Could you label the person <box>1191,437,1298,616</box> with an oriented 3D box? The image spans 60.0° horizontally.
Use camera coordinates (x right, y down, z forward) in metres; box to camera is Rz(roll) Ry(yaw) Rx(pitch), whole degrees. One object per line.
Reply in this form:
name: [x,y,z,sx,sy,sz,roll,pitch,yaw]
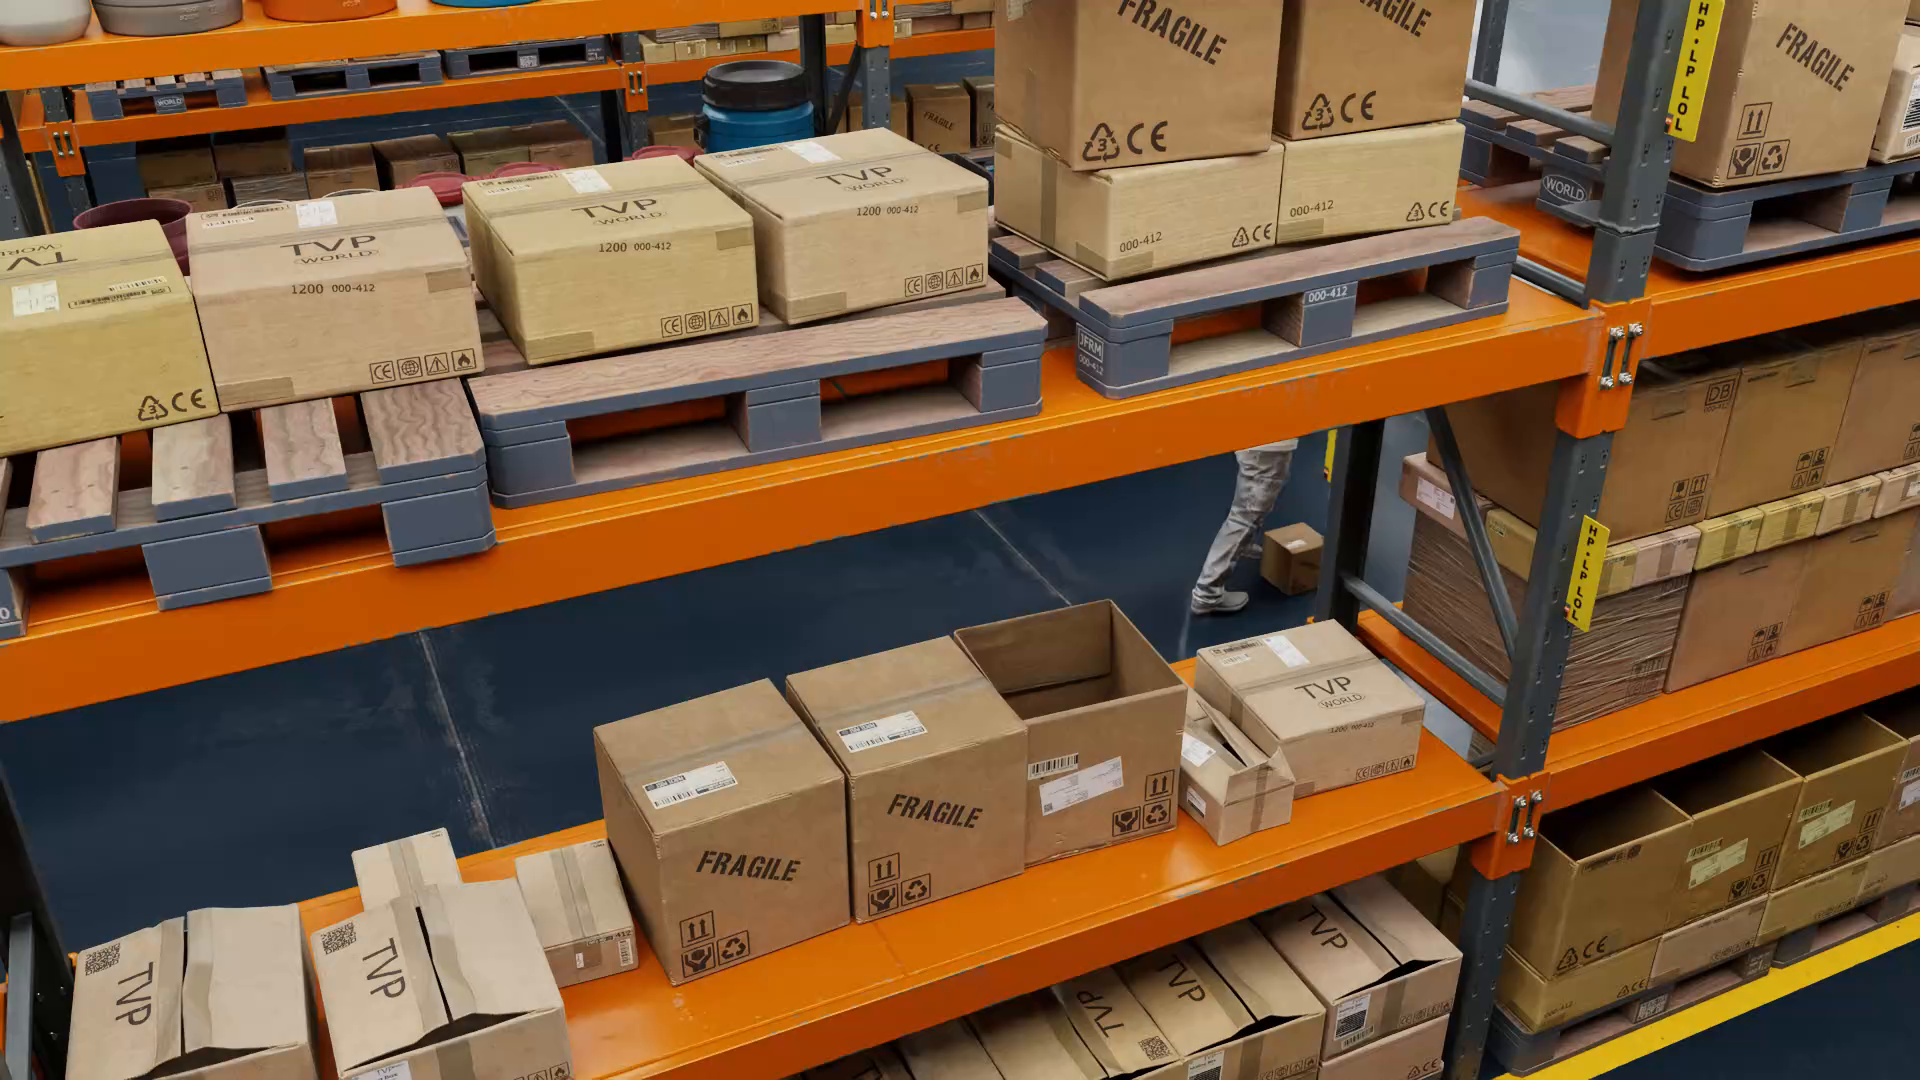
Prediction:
person: [1.509,-0.520,8.111,0.878,1.696,0.684,-11,31,-19]
